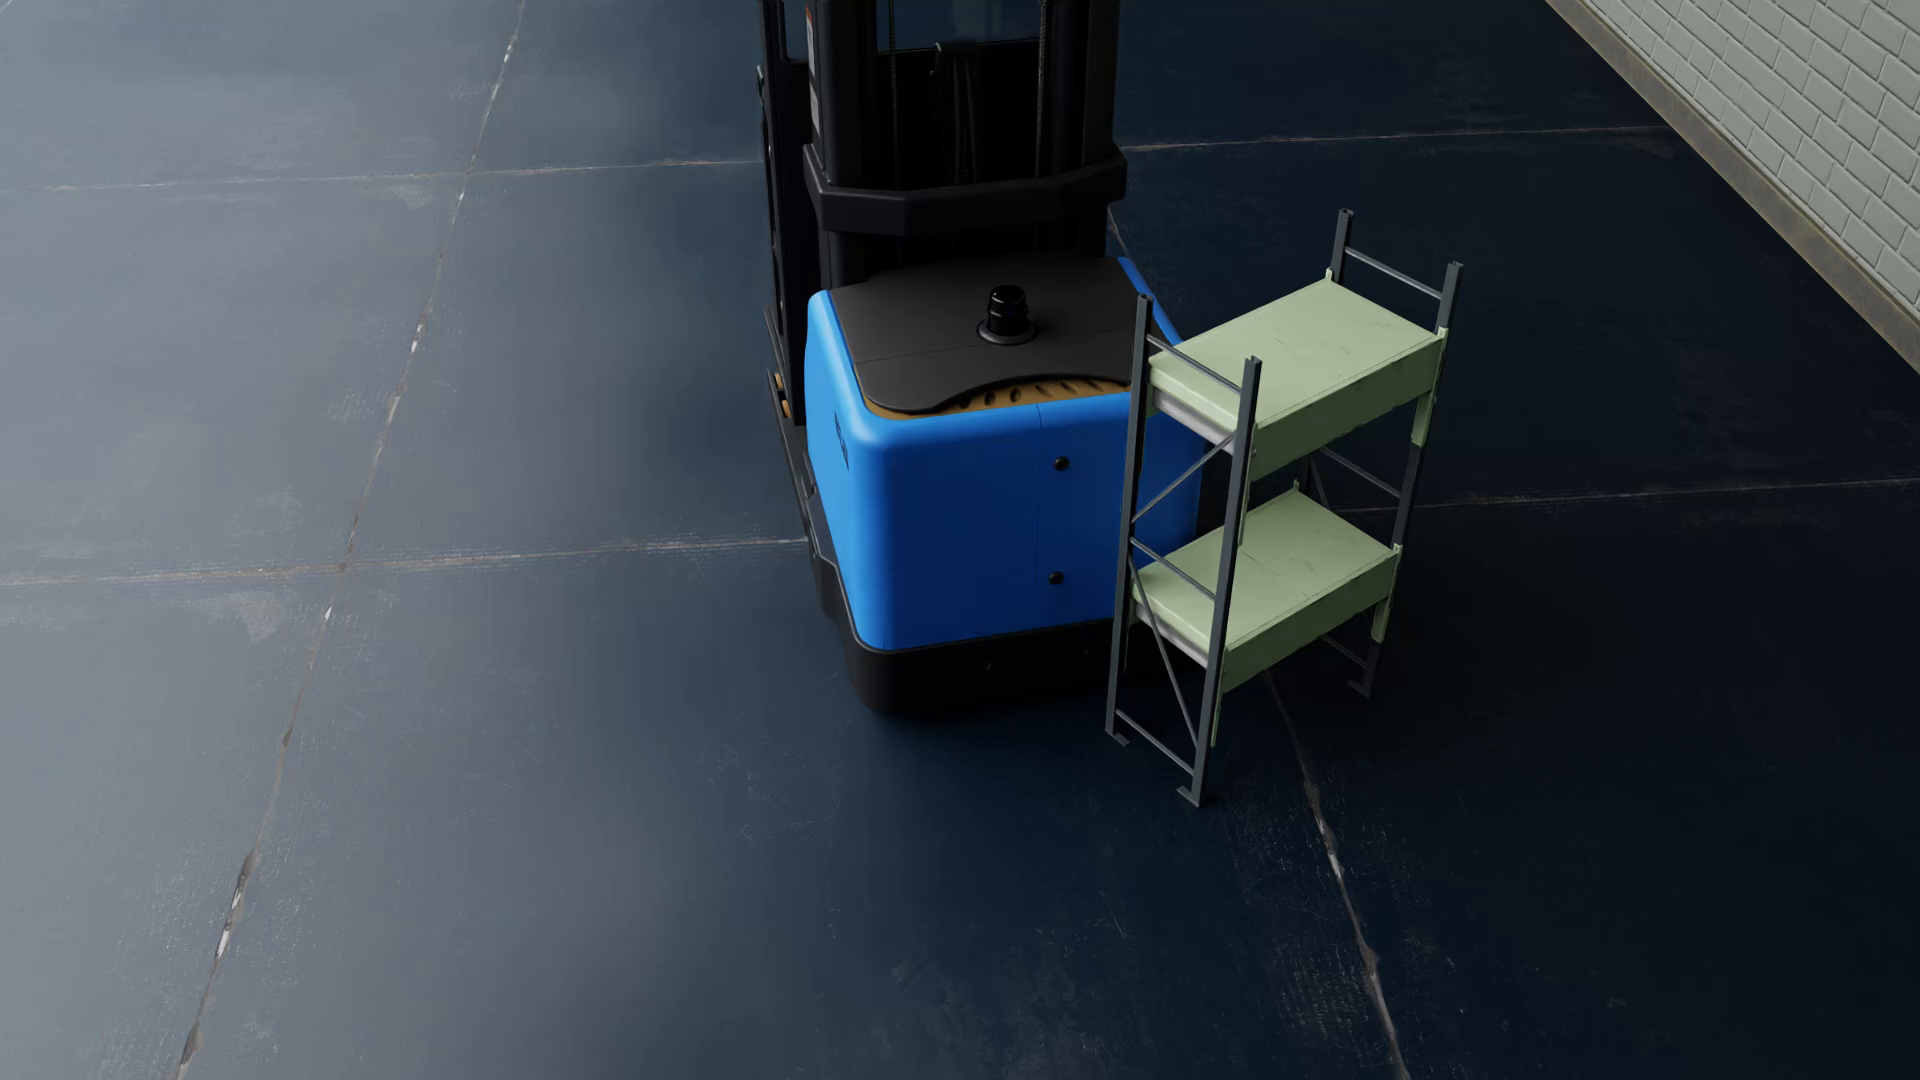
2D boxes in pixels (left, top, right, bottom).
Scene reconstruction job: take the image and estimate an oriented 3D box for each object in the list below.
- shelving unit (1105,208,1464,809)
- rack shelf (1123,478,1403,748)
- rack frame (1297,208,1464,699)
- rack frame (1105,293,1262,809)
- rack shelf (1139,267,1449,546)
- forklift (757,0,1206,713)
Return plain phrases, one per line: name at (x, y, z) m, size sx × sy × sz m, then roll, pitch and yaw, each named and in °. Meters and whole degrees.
shelving unit at (0.858, -0.059, 4.614) m, size 0.755 × 1.500 × 0.431 m, roll -26°, pitch 45°, yaw -29°
rack shelf at (0.858, 0.197, 4.816) m, size 0.720 × 0.370 × 0.431 m, roll -26°, pitch 45°, yaw -29°
rack frame at (1.146, -0.199, 4.792) m, size 0.023 × 1.500 × 0.400 m, roll -26°, pitch 45°, yaw -29°
rack frame at (0.570, 0.081, 4.437) m, size 0.023 × 1.500 × 0.400 m, roll -26°, pitch 45°, yaw -29°
rack shelf at (0.858, -0.366, 4.373) m, size 0.720 × 0.370 × 0.431 m, roll -26°, pitch 45°, yaw -29°
forklift at (-0.114, -1.550, 5.348) m, size 1.130 × 2.935 × 3.031 m, roll -8°, pitch 39°, yaw -10°
